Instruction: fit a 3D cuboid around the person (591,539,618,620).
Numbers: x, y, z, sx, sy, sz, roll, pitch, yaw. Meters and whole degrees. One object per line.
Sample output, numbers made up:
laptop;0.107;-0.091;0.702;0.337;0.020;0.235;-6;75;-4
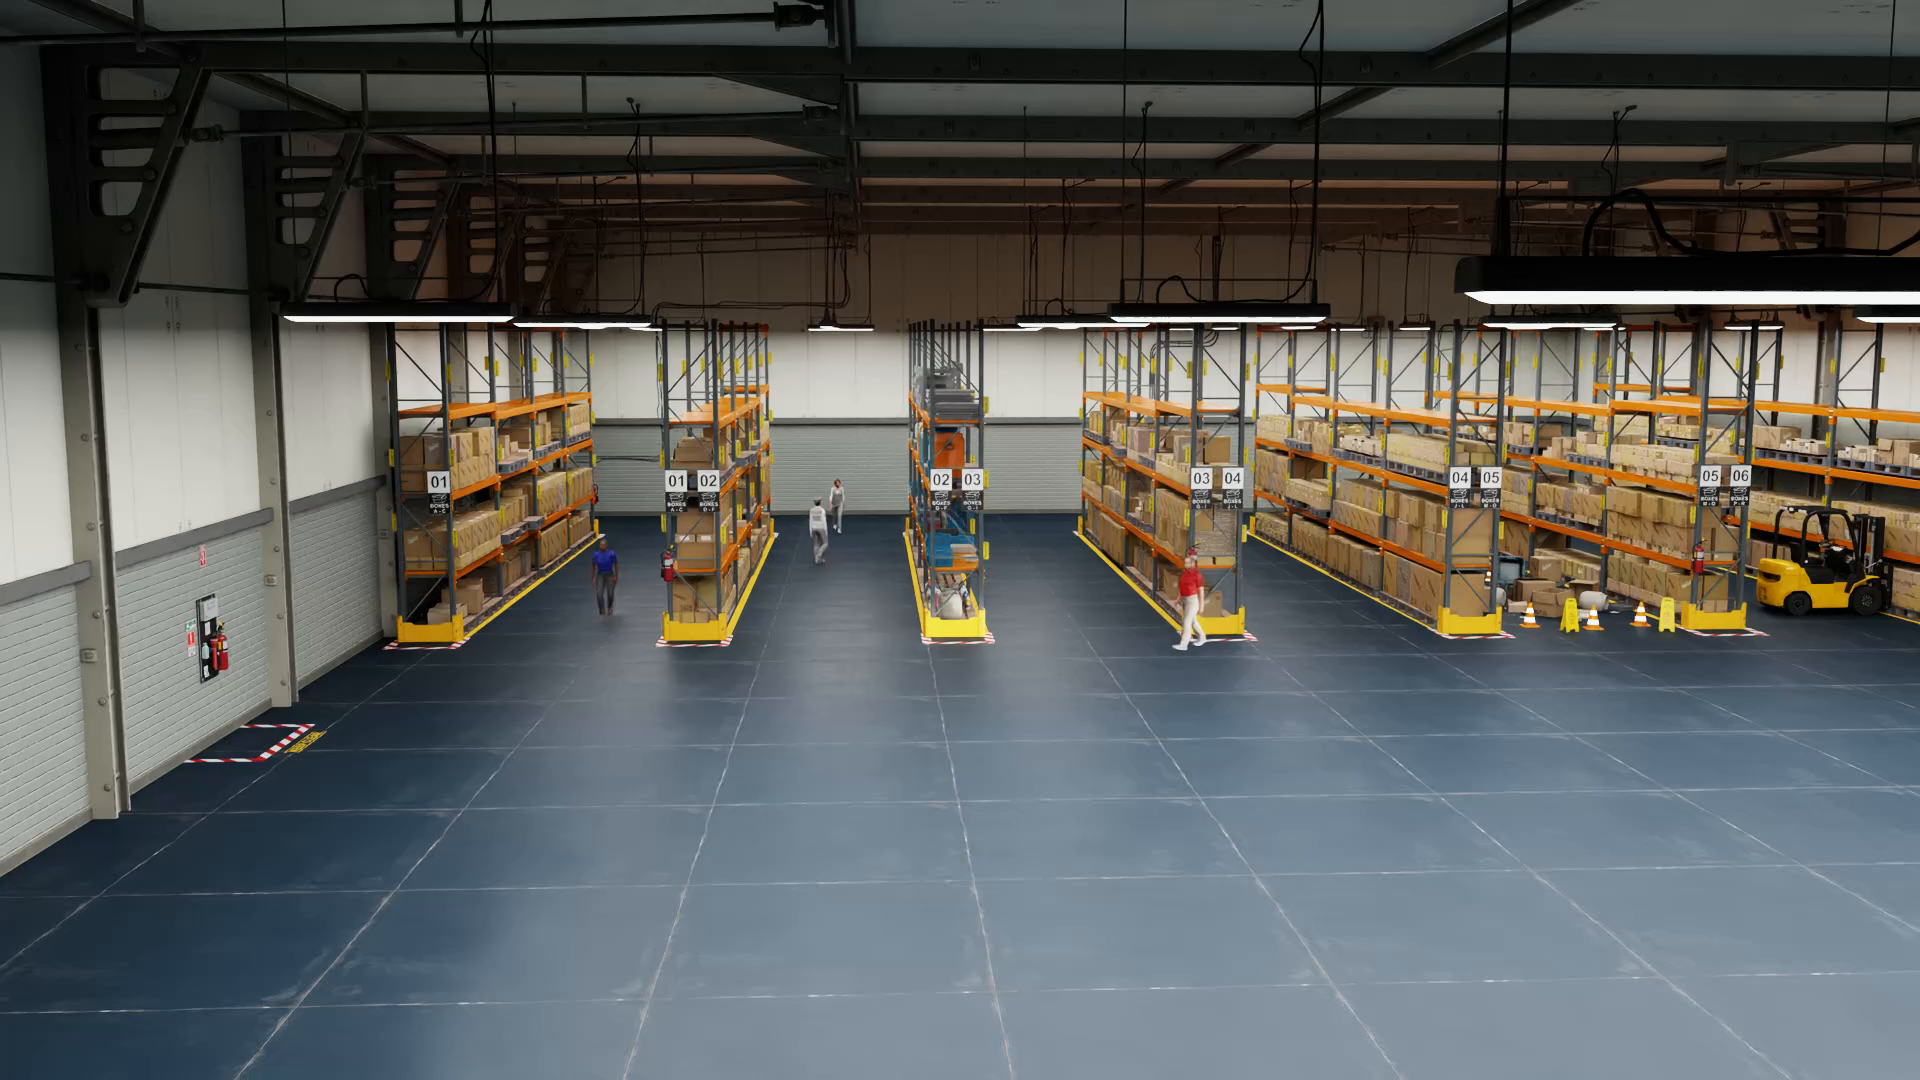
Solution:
person;-7.177;0.773;33.661;0.540;1.641;0.555;0;7;-2

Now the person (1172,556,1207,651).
person;4.194;1.143;30.350;0.887;1.702;0.529;-3;8;-21

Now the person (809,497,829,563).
person;-3.562;-0.240;41.613;0.514;1.677;0.459;4;8;32

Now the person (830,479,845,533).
person;-3.558;-1.015;48.211;0.425;1.535;0.992;0;7;-2
